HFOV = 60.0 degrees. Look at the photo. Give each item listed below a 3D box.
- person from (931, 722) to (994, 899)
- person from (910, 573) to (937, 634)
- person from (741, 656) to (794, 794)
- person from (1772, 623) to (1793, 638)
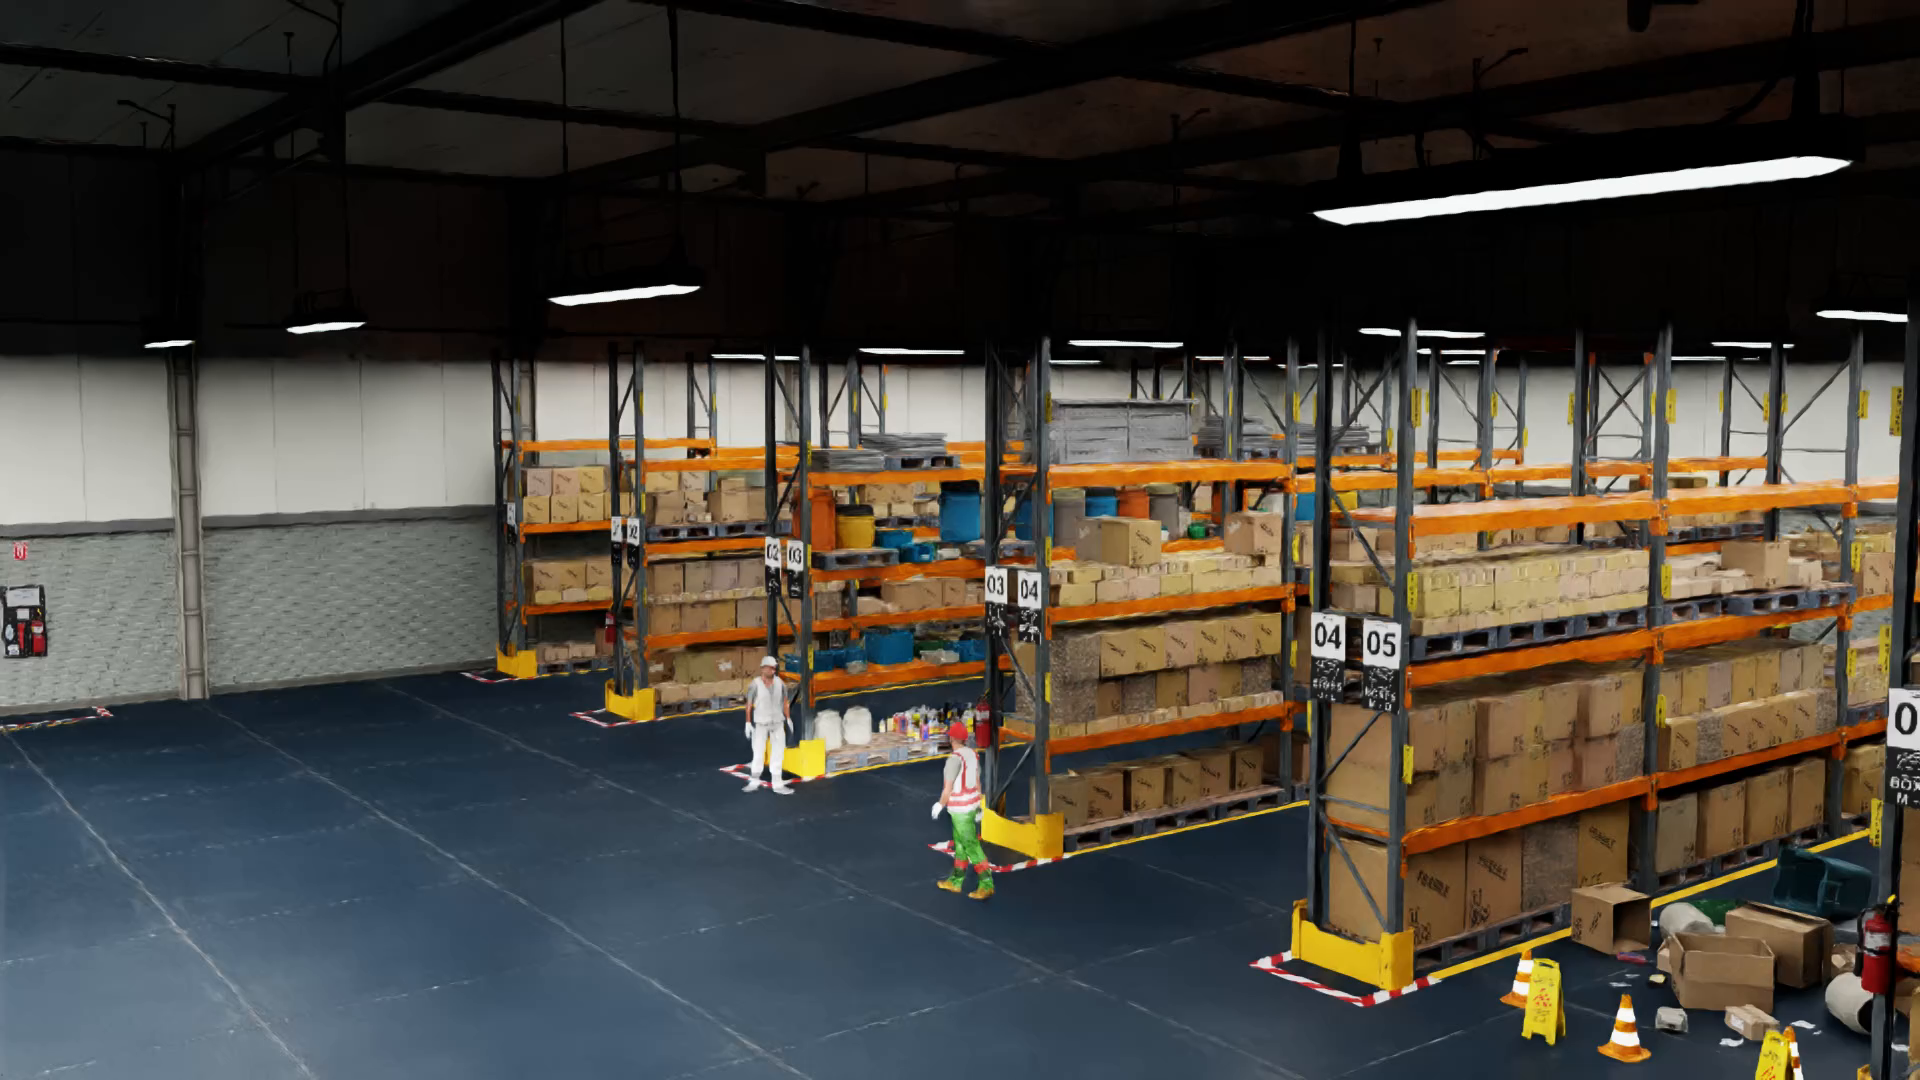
[{"bbox_3d":[0.046,2.778,17.162,0.714,1.785,0.555,2,5,23],"label":"person"},{"bbox_3d":[-0.777,1.455,32.422,1.122,1.704,0.566,-3,6,-35],"label":"person"},{"bbox_3d":[-2.494,2.384,21.495,0.670,1.795,0.467,-2,5,-23],"label":"person"},{"bbox_3d":[12.336,2.069,25.011,0.390,1.767,0.673,4,6,37],"label":"person"}]
